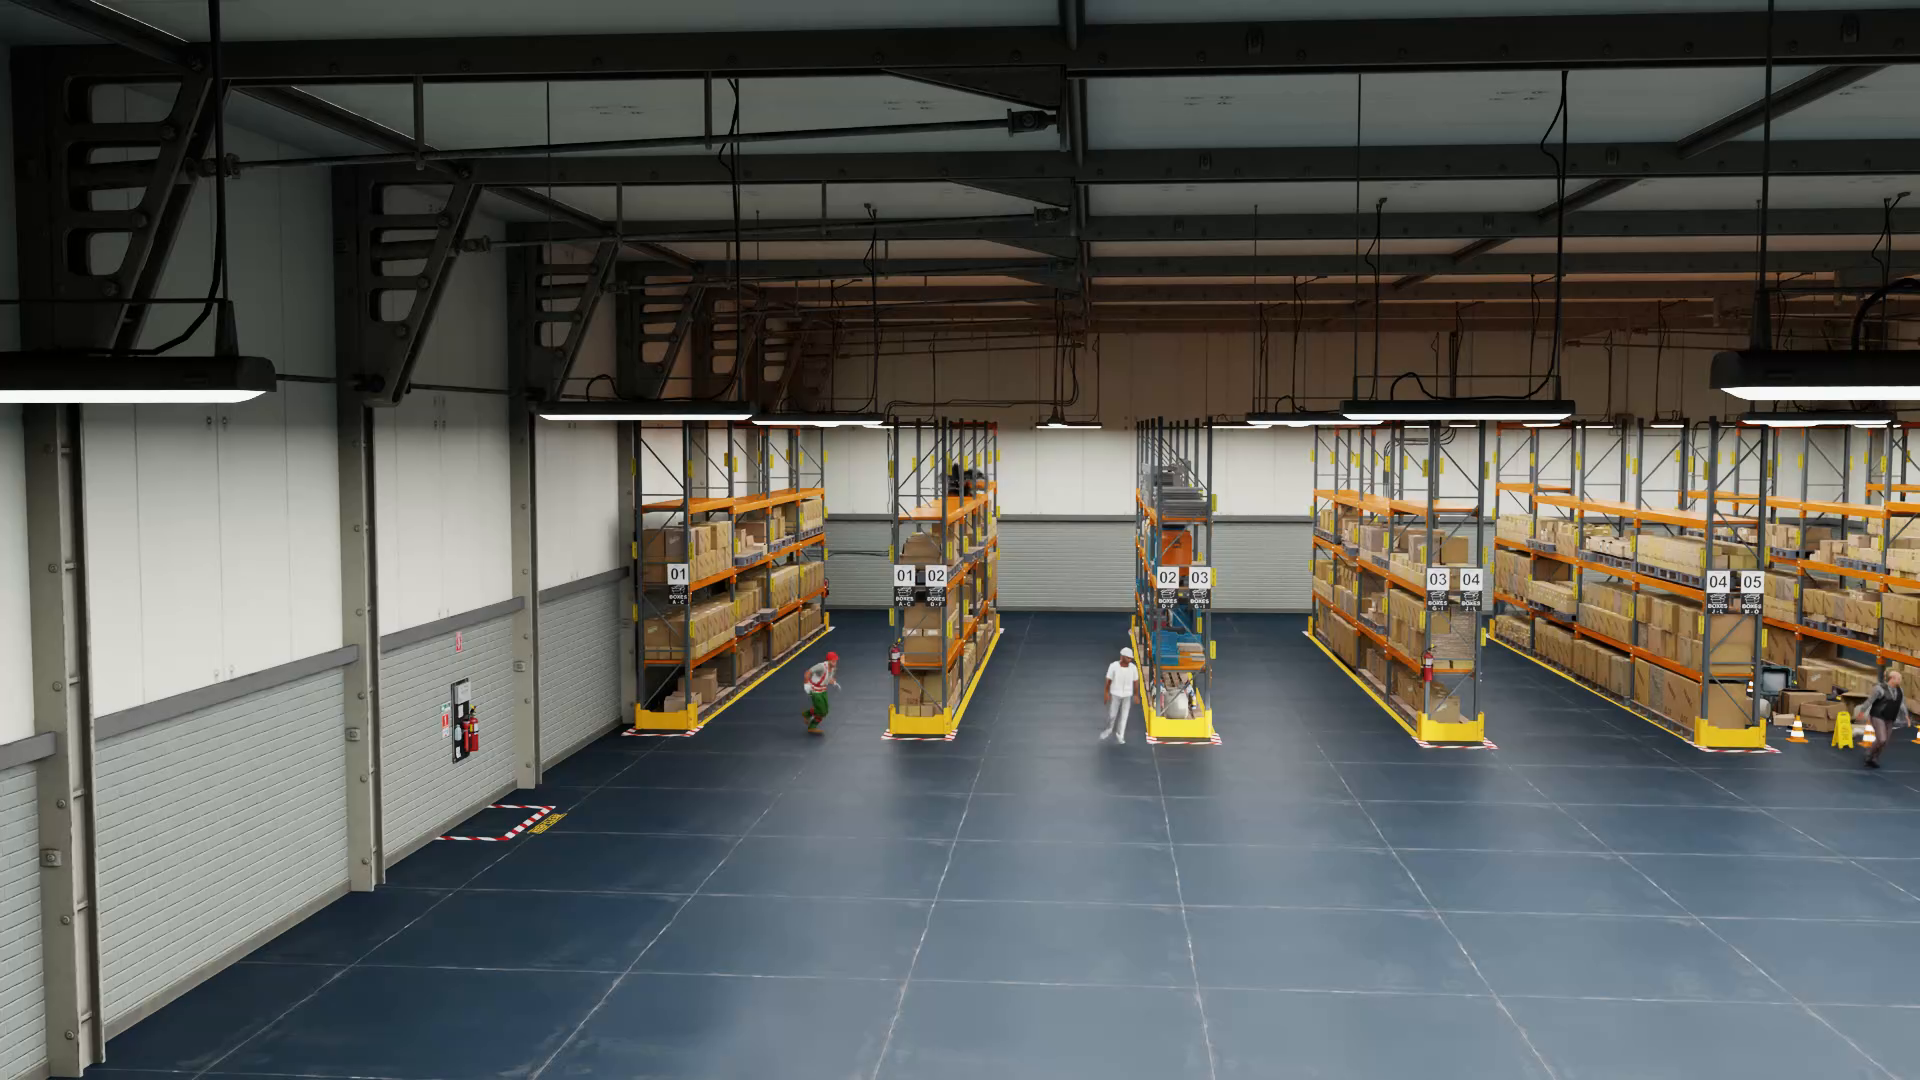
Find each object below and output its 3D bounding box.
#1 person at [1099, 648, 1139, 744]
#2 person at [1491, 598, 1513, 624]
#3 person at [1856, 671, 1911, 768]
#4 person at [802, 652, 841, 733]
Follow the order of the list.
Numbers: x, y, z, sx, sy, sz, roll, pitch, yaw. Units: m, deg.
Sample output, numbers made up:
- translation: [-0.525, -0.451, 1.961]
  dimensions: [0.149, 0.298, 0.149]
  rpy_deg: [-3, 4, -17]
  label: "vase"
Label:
- translation: [2.925, 2.840, 30.481]
  dimensions: [0.702, 1.763, 0.500]
  rpy_deg: [-1, 4, -11]
  label: "person"
- translation: [15.541, 1.759, 47.530]
  dimensions: [0.747, 1.768, 0.702]
  rpy_deg: [-1, 4, -11]
  label: "person"
- translation: [15.687, 3.048, 28.192]
  dimensions: [0.659, 1.681, 0.640]
  rpy_deg: [-1, 4, -14]
  label: "person"
- translation: [-2.652, 2.887, 31.417]
  dimensions: [0.883, 1.581, 0.687]
  rpy_deg: [3, 5, 35]
  label: "person"
